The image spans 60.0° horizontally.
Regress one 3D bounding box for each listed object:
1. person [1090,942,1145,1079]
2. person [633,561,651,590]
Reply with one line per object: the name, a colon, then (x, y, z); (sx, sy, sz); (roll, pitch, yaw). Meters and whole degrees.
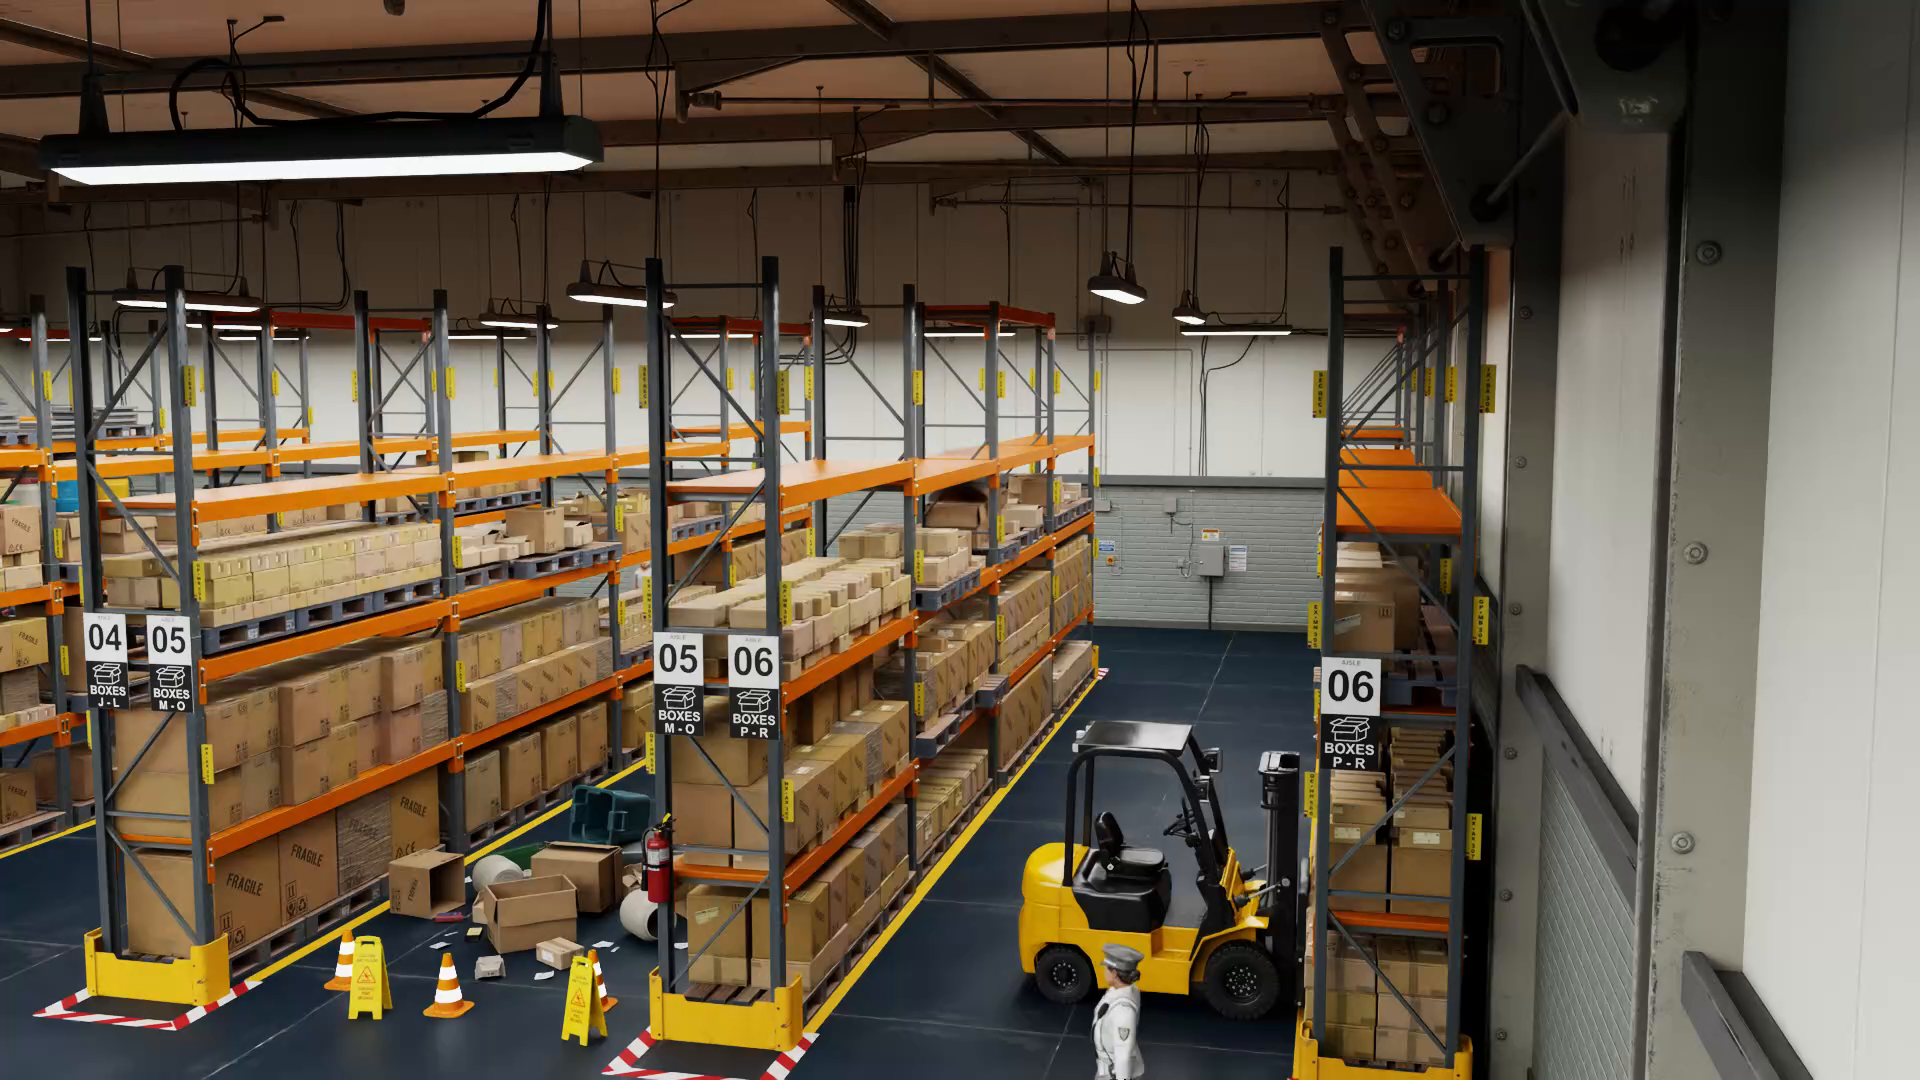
person: (0.976, 3.302, 10.185); (0.458, 1.689, 0.500); (0, 6, 3)
person: (-6.104, 1.104, 32.218); (0.584, 1.621, 1.064); (1, 6, 9)
